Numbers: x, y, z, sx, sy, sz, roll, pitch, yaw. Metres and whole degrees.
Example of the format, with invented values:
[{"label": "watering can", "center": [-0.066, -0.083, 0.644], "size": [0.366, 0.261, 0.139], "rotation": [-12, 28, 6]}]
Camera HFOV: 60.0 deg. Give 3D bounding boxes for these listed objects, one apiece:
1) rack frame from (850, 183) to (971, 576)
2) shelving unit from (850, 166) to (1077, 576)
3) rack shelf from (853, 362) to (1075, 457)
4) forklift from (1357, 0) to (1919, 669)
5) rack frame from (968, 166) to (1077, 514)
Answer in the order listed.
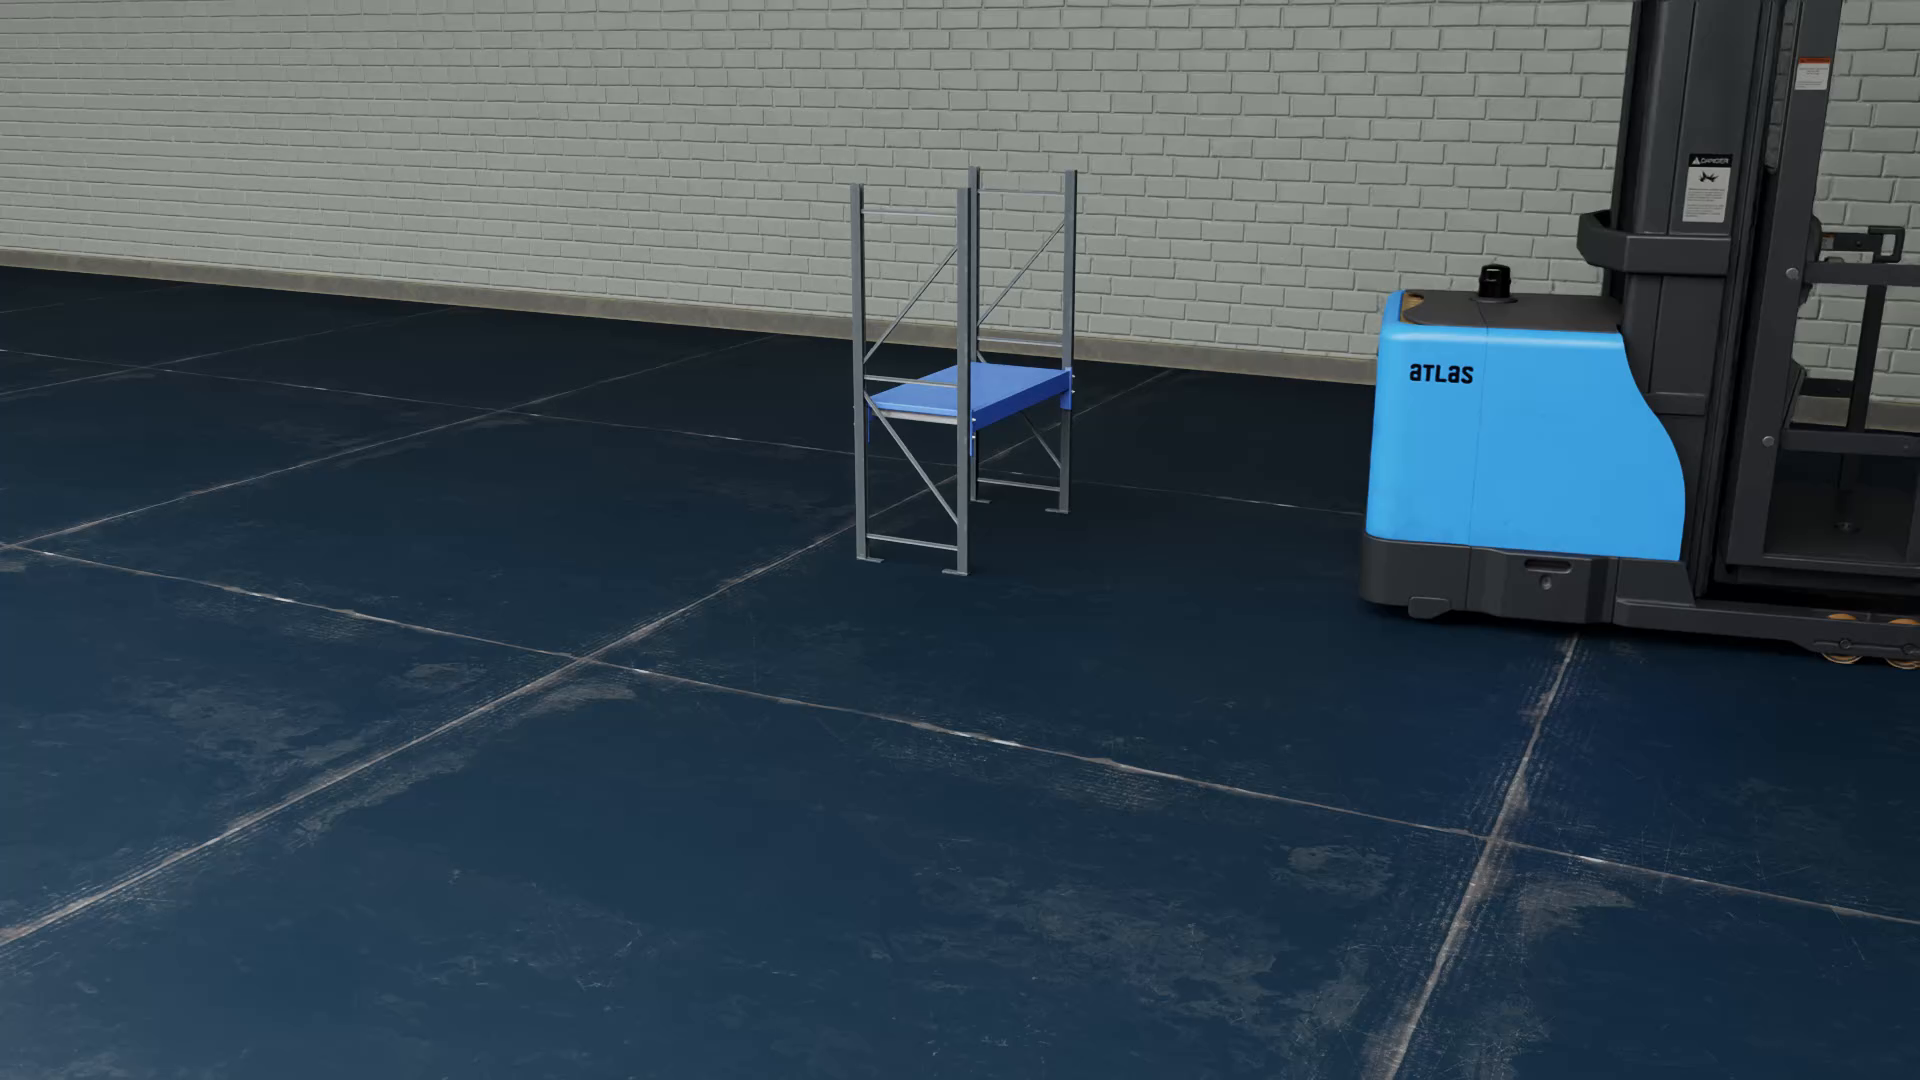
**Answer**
[{"label": "rack frame", "center": [-0.189, -0.611, 6.448], "size": [0.500, 1.500, 0.032], "rotation": [8, 18, 25]}, {"label": "shelving unit", "center": [0.038, -0.741, 6.884], "size": [0.538, 1.500, 1.048], "rotation": [8, 18, 25]}, {"label": "rack shelf", "center": [0.038, -0.568, 6.935], "size": [0.538, 0.185, 1.000], "rotation": [8, 18, 25]}, {"label": "forklift", "center": [3.033, -1.140, 5.716], "size": [3.031, 2.935, 1.130], "rotation": [4, 17, 15]}, {"label": "rack frame", "center": [0.265, -0.870, 7.320], "size": [0.500, 1.500, 0.032], "rotation": [8, 18, 25]}]
